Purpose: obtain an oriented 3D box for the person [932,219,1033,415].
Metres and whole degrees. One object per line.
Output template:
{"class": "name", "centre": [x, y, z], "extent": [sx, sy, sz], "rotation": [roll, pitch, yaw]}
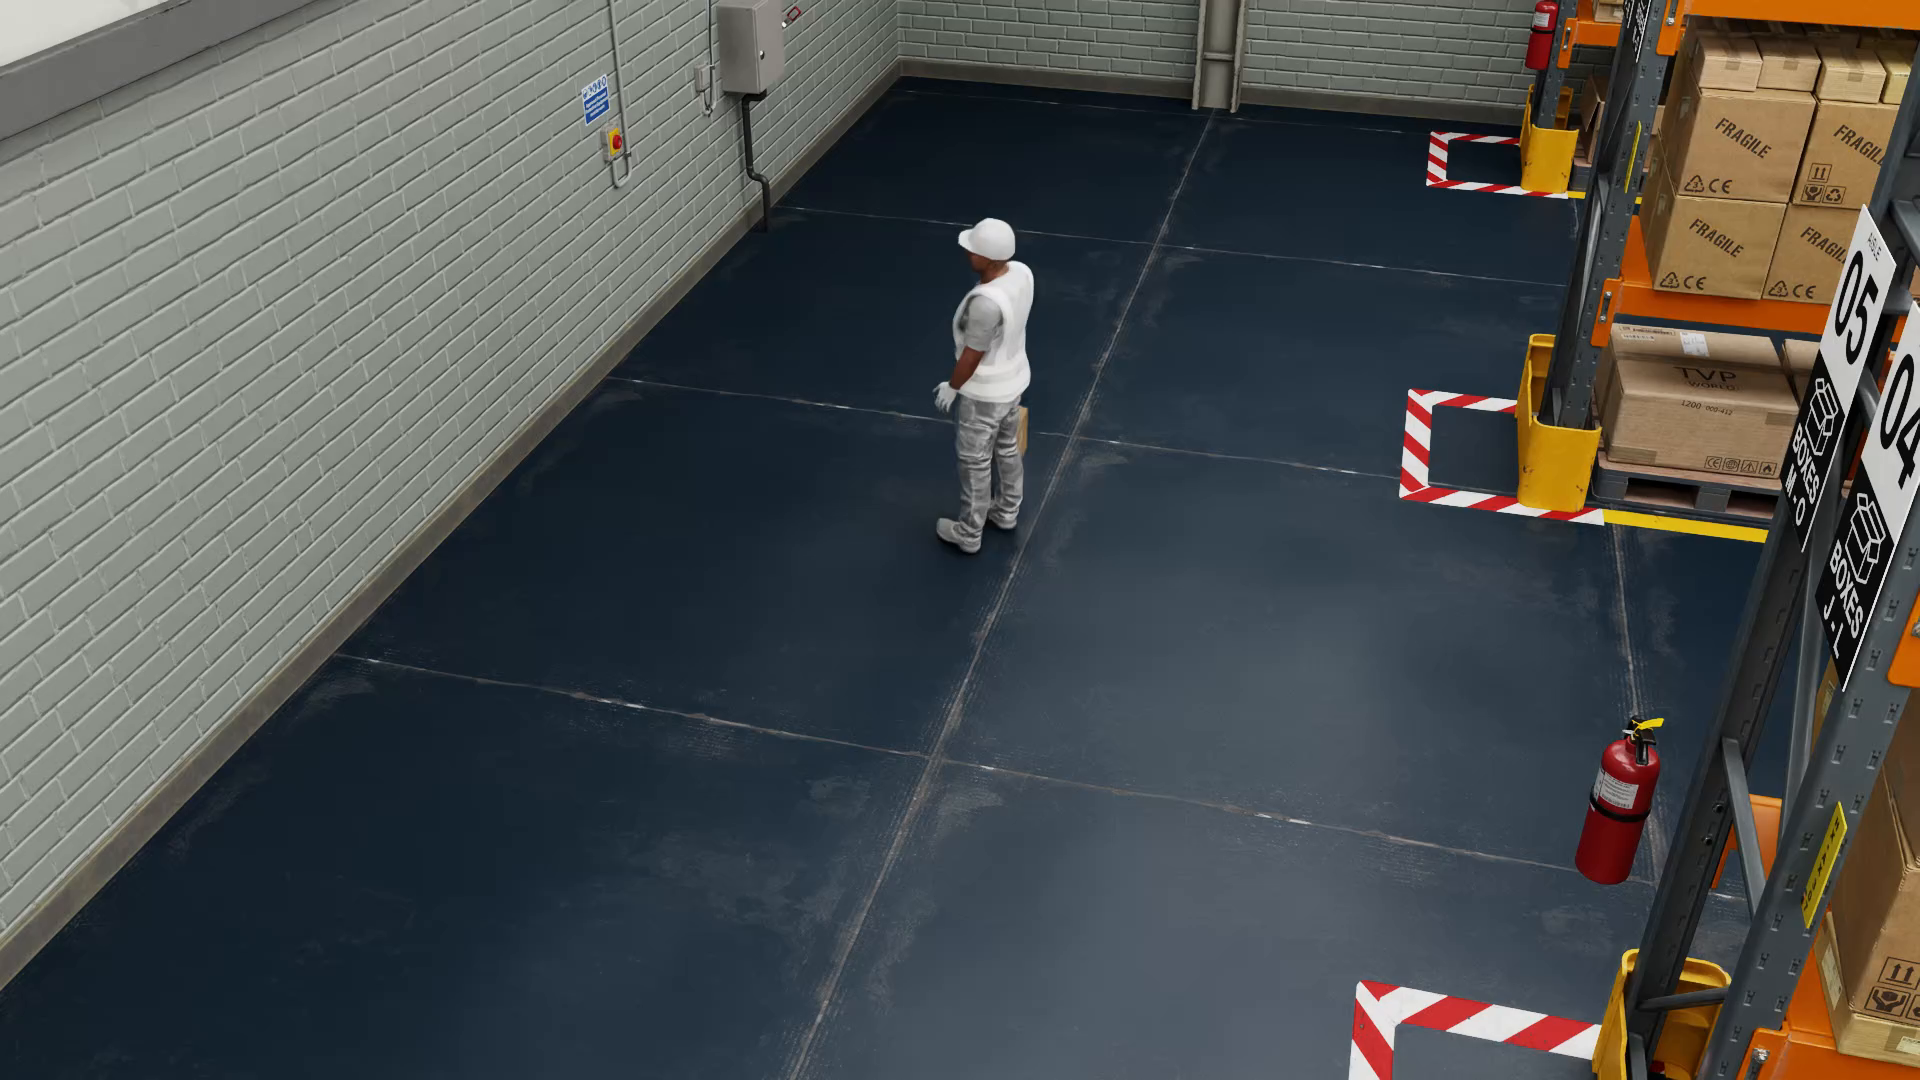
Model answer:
{"class": "person", "centre": [0.124, -1.075, 8.085], "extent": [0.436, 1.052, 0.550], "rotation": [14, 35, 20]}
